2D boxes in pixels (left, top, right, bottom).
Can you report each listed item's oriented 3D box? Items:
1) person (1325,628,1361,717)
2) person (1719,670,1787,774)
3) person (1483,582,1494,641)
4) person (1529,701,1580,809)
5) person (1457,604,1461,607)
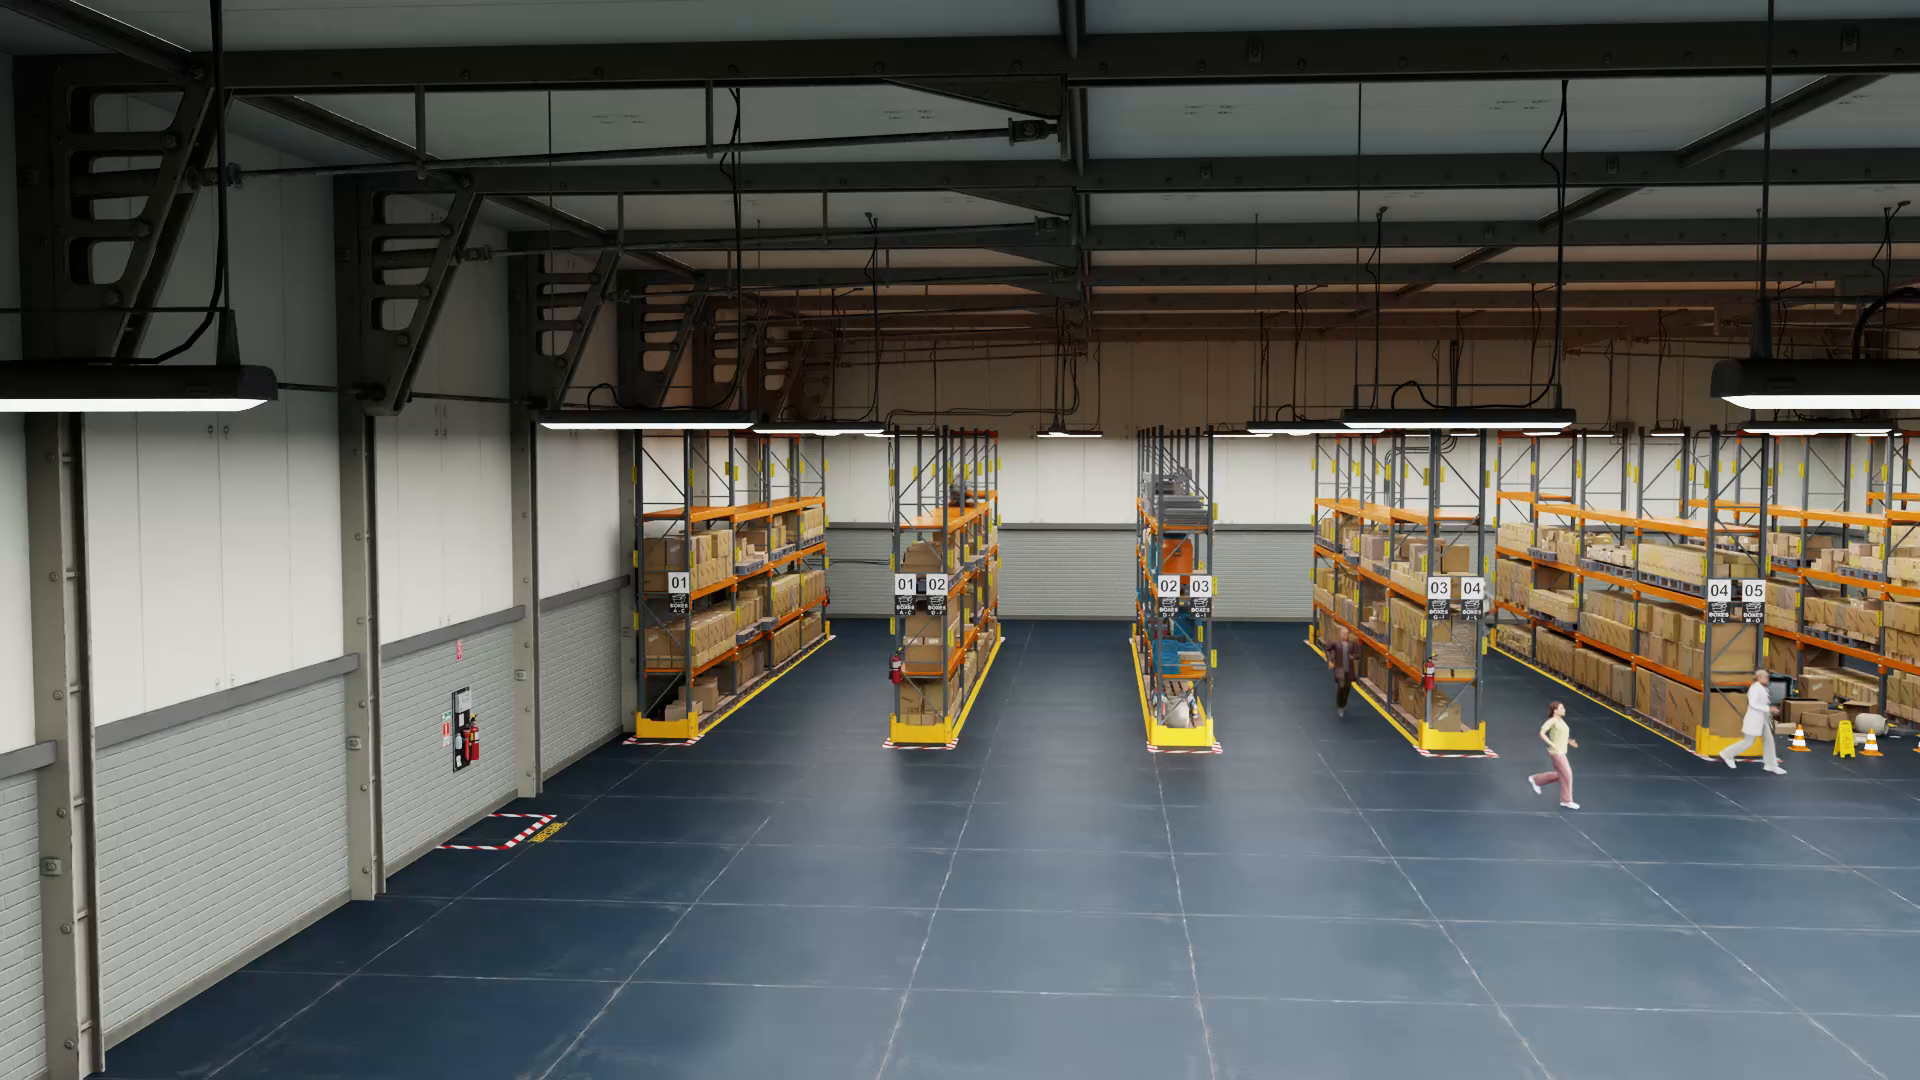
[{"bbox_3d":[7.996,2.758,34.635,0.667,1.843,0.822,0,3,-4],"label":"person"},{"bbox_3d":[13.676,3.107,28.628,1.071,1.765,0.704,3,5,42],"label":"person"},{"bbox_3d":[14.771,2.021,47.101,0.737,1.744,0.691,0,3,-7],"label":"person"},{"bbox_3d":[9.310,3.343,26.051,0.818,1.660,0.579,3,4,38],"label":"person"},{"bbox_3d":[14.262,2.111,46.987,0.542,1.595,0.665,-2,4,-27],"label":"person"}]
